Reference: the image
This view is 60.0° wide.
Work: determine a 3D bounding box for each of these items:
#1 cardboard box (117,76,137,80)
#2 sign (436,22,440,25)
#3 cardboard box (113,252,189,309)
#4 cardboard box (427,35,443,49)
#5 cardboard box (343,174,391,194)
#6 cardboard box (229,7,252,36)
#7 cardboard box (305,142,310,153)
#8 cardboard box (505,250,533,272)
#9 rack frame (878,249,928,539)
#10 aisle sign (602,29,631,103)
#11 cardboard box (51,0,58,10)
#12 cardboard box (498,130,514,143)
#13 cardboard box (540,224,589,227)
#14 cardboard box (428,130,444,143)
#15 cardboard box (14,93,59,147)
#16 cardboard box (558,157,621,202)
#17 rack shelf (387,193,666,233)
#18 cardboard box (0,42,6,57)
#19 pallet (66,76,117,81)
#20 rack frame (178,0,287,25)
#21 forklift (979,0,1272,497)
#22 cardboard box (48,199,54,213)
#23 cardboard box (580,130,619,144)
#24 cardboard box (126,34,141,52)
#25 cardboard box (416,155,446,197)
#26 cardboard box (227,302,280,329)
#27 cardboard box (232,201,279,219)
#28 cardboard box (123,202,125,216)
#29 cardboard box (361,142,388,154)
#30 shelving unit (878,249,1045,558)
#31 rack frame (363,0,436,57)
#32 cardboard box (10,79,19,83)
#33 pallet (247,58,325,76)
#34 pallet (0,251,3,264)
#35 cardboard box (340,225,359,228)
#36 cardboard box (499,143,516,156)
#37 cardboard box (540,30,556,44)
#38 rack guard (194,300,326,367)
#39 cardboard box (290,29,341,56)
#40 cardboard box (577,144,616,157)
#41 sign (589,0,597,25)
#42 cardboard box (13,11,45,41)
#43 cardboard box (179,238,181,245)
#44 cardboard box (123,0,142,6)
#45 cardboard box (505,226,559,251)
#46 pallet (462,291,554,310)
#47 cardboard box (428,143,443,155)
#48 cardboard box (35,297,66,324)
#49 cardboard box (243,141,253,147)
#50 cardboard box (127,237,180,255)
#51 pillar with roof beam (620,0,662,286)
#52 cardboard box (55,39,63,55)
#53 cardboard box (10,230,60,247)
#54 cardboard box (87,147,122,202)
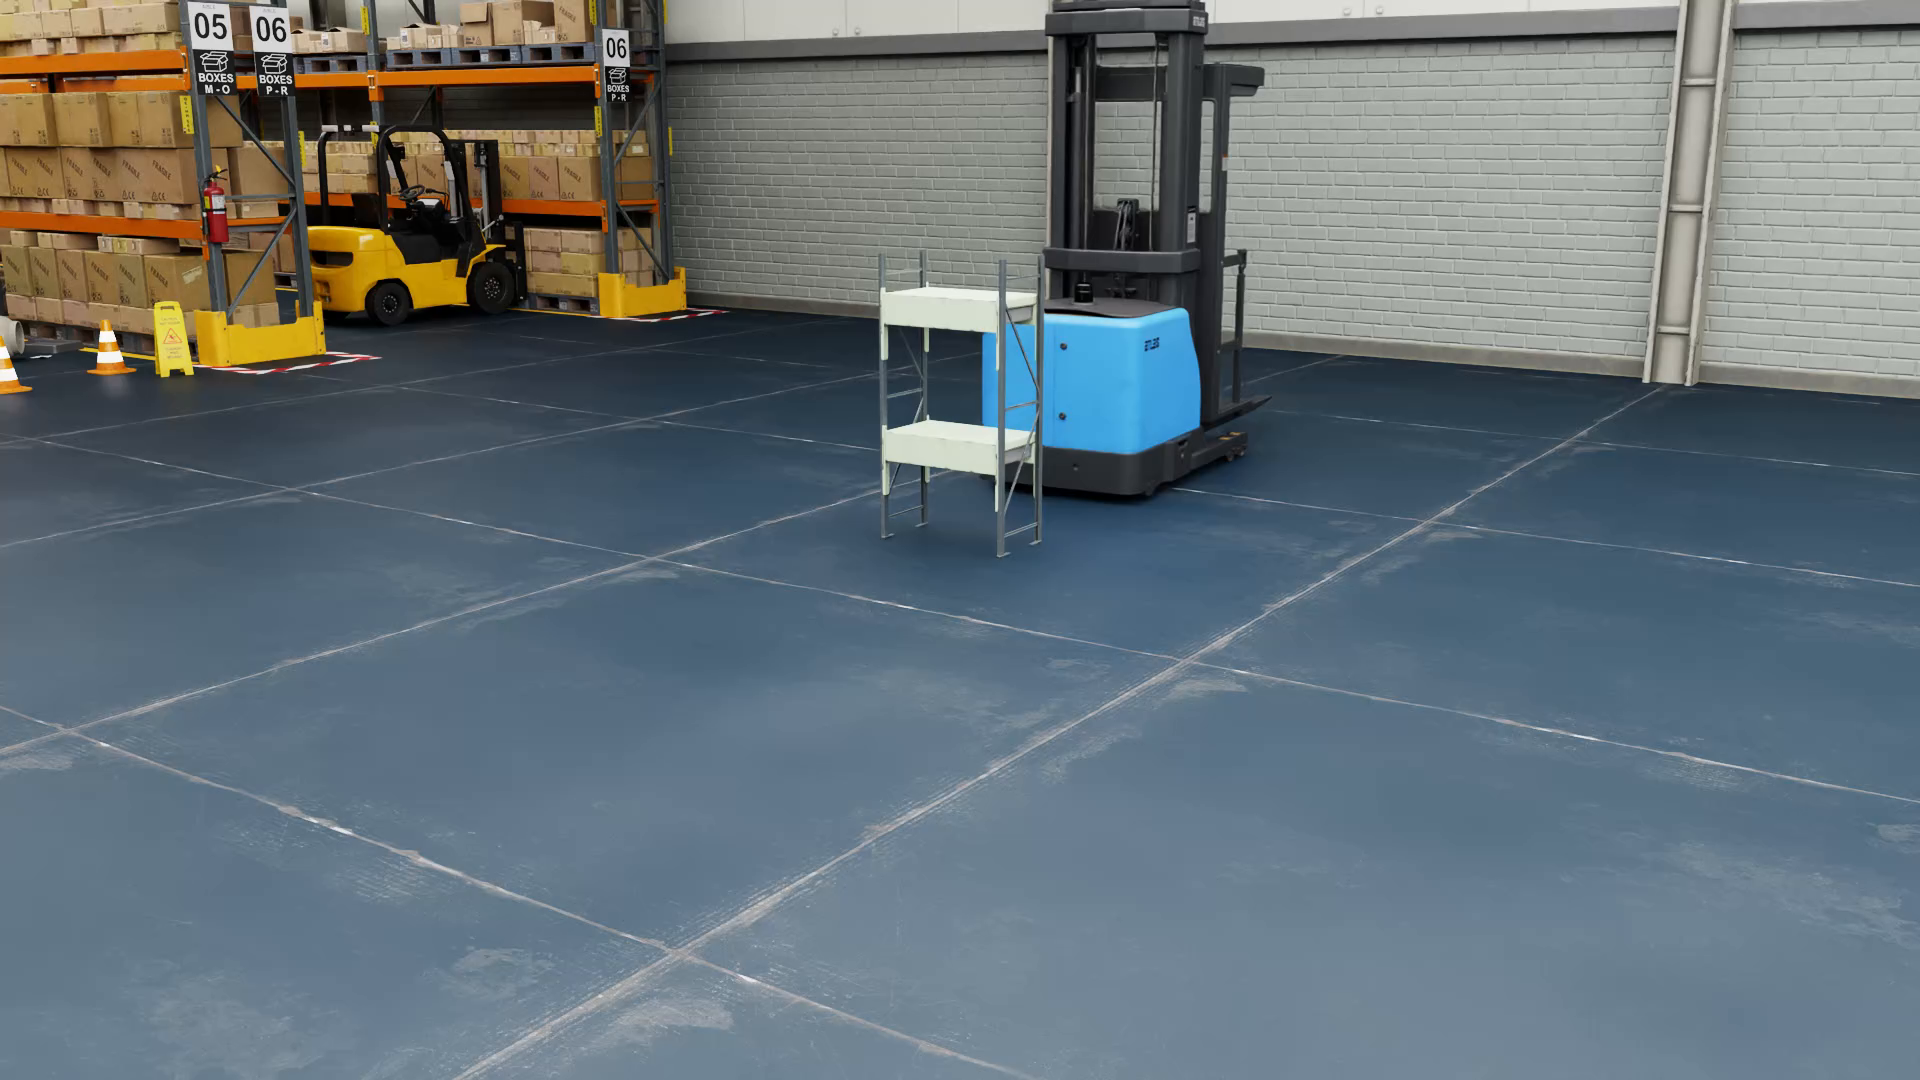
[{"bbox_3d":[-11.795,-6.765,23.979,0.500,0.250,0.500,9,17,33],"label":"cardboard box"},{"bbox_3d":[-6.773,-6.547,21.545,0.005,0.325,0.100,9,17,33],"label":"sign"},{"bbox_3d":[-7.775,-2.522,16.056,0.500,0.500,0.500,10,17,35],"label":"cardboard box"},{"bbox_3d":[-6.241,-6.053,20.233,0.250,0.149,0.380,10,17,34],"label":"cardboard box"},{"bbox_3d":[-7.646,-4.633,21.610,0.500,0.250,0.500,10,17,34],"label":"cardboard box"},{"bbox_3d":[-6.798,-4.812,15.471,0.500,0.250,0.500,9,16,32],"label":"cardboard box"},{"bbox_3d":[-8.566,-5.221,22.114,0.250,0.149,0.380,9,17,33],"label":"cardboard box"},{"bbox_3d":[-5.191,-3.403,20.137,0.500,0.250,0.500,9,16,32],"label":"cardboard box"},{"bbox_3d":[-0.298,-0.776,8.838,0.023,1.500,0.400,9,17,33],"label":"rack frame"},{"bbox_3d":[-3.872,-5.349,18.778,0.004,0.787,0.394,9,17,33],"label":"aisle sign"},{"bbox_3d":[-8.434,-5.122,15.894,0.250,0.149,0.380,10,17,34],"label":"cardboard box"},{"bbox_3d":[-5.293,-4.819,19.872,0.250,0.149,0.380,10,17,34],"label":"cardboard box"},{"bbox_3d":[-4.882,-3.746,20.483,0.500,0.250,0.500,9,17,32],"label":"cardboard box"},{"bbox_3d":[-6.343,-4.992,20.570,0.250,0.149,0.380,10,17,34],"label":"cardboard box"},{"bbox_3d":[-8.792,-4.131,16.360,0.500,0.500,0.700,9,16,32],"label":"cardboard box"},{"bbox_3d":[-4.318,-4.216,19.406,0.500,0.500,0.500,9,16,32],"label":"cardboard box"},{"bbox_3d":[-5.422,-4.073,20.533,4.000,0.370,1.077,9,17,33],"label":"rack shelf"},{"bbox_3d":[-9.543,-4.897,16.644,0.250,0.149,0.380,9,17,33],"label":"cardboard box"},{"bbox_3d":[-12.356,-6.888,24.556,1.003,0.211,1.213,9,17,33],"label":"pallet"},{"bbox_3d":[-6.530,-6.076,14.642,0.127,3.000,1.000,9,17,33],"label":"rack frame"},{"bbox_3d":[1.264,-1.982,10.729,1.130,2.935,3.031,7,16,28],"label":"forklift"},{"bbox_3d":[-8.866,-3.350,16.635,0.250,0.149,0.380,9,17,33],"label":"cardboard box"},{"bbox_3d":[-4.178,-4.668,19.261,0.250,0.149,0.380,9,17,33],"label":"cardboard box"},{"bbox_3d":[-7.408,-4.560,15.280,0.250,0.149,0.380,10,17,34],"label":"cardboard box"},{"bbox_3d":[-6.418,-4.561,20.798,0.500,0.500,0.500,10,17,34],"label":"cardboard box"},{"bbox_3d":[-7.045,-2.197,16.302,0.500,0.250,0.500,9,17,32],"label":"cardboard box"},{"bbox_3d":[-6.696,-3.129,15.743,0.250,0.149,0.380,9,17,33],"label":"cardboard box"},{"bbox_3d":[-7.797,-3.191,15.994,0.250,0.149,0.380,9,17,34],"label":"cardboard box"},{"bbox_3d":[-7.489,-5.056,21.446,0.250,0.149,0.380,10,17,35],"label":"cardboard box"},{"bbox_3d":[0.006,-0.727,8.639,0.755,1.500,0.431,9,17,33],"label":"shelving unit"},{"bbox_3d":[-7.082,-7.603,20.809,0.127,3.000,1.000,9,17,33],"label":"rack frame"},{"bbox_3d":[-14.385,-7.120,25.625,0.250,0.149,0.380,9,17,33],"label":"cardboard box"},{"bbox_3d":[-8.858,-6.369,22.460,1.213,0.211,1.003,10,17,35],"label":"pallet"},{"bbox_3d":[-15.306,-4.666,27.232,1.213,0.211,1.003,9,17,33],"label":"pallet"},{"bbox_3d":[-8.161,-3.915,22.465,0.625,0.625,0.875,9,17,32],"label":"cardboard box"},{"bbox_3d":[-5.285,-4.675,19.910,0.250,0.149,0.380,9,17,33],"label":"cardboard box"},{"bbox_3d":[-4.620,-5.791,19.174,0.250,0.149,0.380,9,16,31],"label":"cardboard box"},{"bbox_3d":[-6.593,-1.961,15.704,0.348,0.500,1.175,9,17,33],"label":"rack guard"},{"bbox_3d":[-8.455,-6.507,21.729,0.500,0.311,0.500,9,16,31],"label":"cardboard box"},{"bbox_3d":[-4.207,-4.508,19.235,0.250,0.149,0.380,9,17,34],"label":"cardboard box"},{"bbox_3d":[-4.077,-5.895,18.476,0.005,0.325,0.100,9,17,33],"label":"sign"},{"bbox_3d":[-8.795,-4.977,16.139,0.500,0.250,0.500,9,17,33],"label":"cardboard box"},{"bbox_3d":[-11.281,-4.301,24.282,0.500,0.500,0.500,9,16,32],"label":"cardboard box"},{"bbox_3d":[-7.390,-4.945,15.176,0.250,0.149,0.380,9,16,32],"label":"cardboard box"},{"bbox_3d":[-5.170,-3.641,20.058,0.500,0.250,0.500,9,17,34],"label":"cardboard box"},{"bbox_3d":[-5.429,-3.059,20.740,1.213,0.211,1.003,9,17,33],"label":"pallet"},{"bbox_3d":[-6.353,-4.847,20.604,0.250,0.149,0.380,10,17,34],"label":"cardboard box"},{"bbox_3d":[-9.061,-2.367,16.992,0.500,0.250,0.500,10,17,36],"label":"cardboard box"},{"bbox_3d":[-9.627,-5.392,22.803,0.250,0.149,0.380,9,17,33],"label":"cardboard box"},{"bbox_3d":[-7.682,-2.803,15.843,0.250,0.149,0.380,10,17,34],"label":"cardboard box"},{"bbox_3d":[-6.240,-6.481,16.277,0.400,9.000,9.100,9,17,33],"label":"pillar with roof beam"},{"bbox_3d":[-8.446,-4.737,15.995,0.250,0.149,0.380,9,17,33],"label":"cardboard box"},{"bbox_3d":[-9.440,-3.087,16.988,0.250,0.149,0.380,9,17,34],"label":"cardboard box"},{"bbox_3d":[-7.960,-3.511,15.936,0.500,0.500,0.500,9,17,33],"label":"cardboard box"}]
